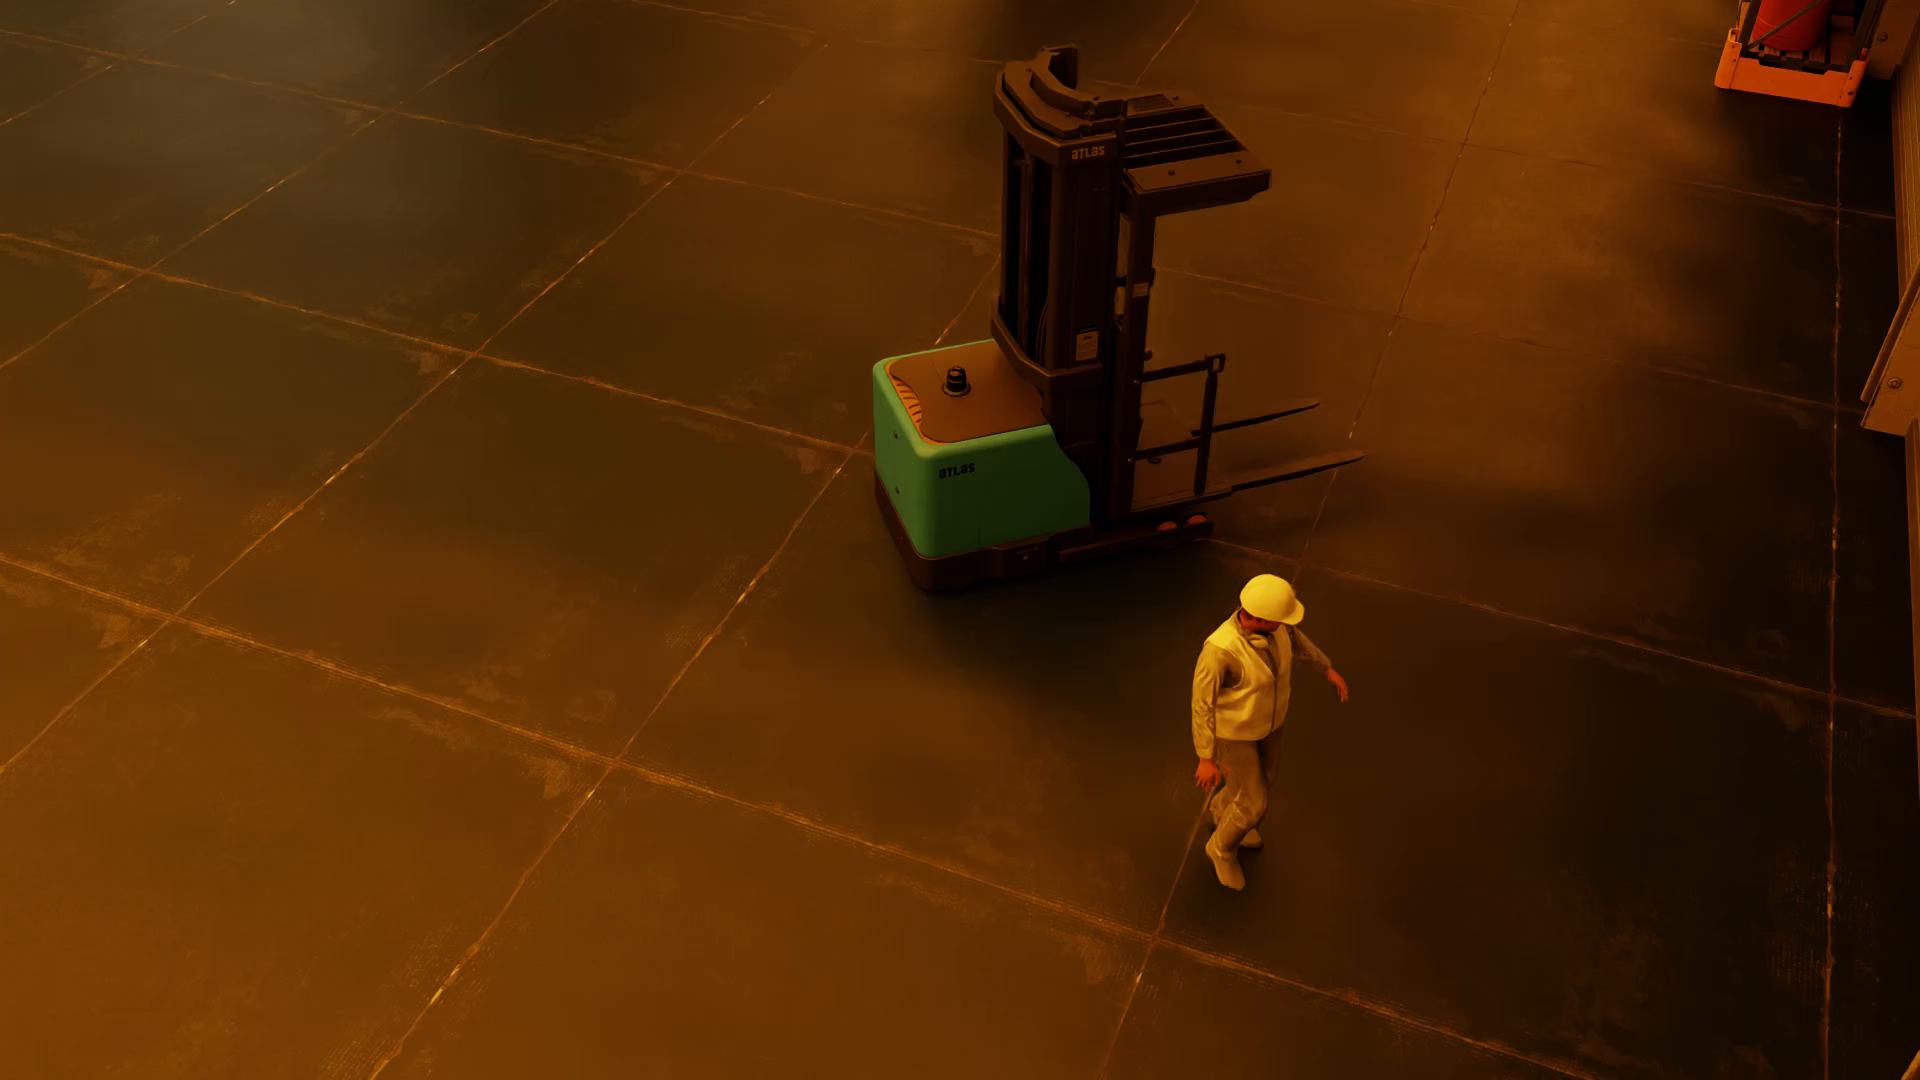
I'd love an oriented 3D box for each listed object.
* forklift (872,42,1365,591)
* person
[{"bbox_3d":[1.038,-1.382,9.658,3.031,2.935,1.130,-12,41,-14],"label":"forklift"},{"bbox_3d":[1.405,0.882,7.909,0.889,1.791,0.495,-29,48,-30],"label":"person"}]
